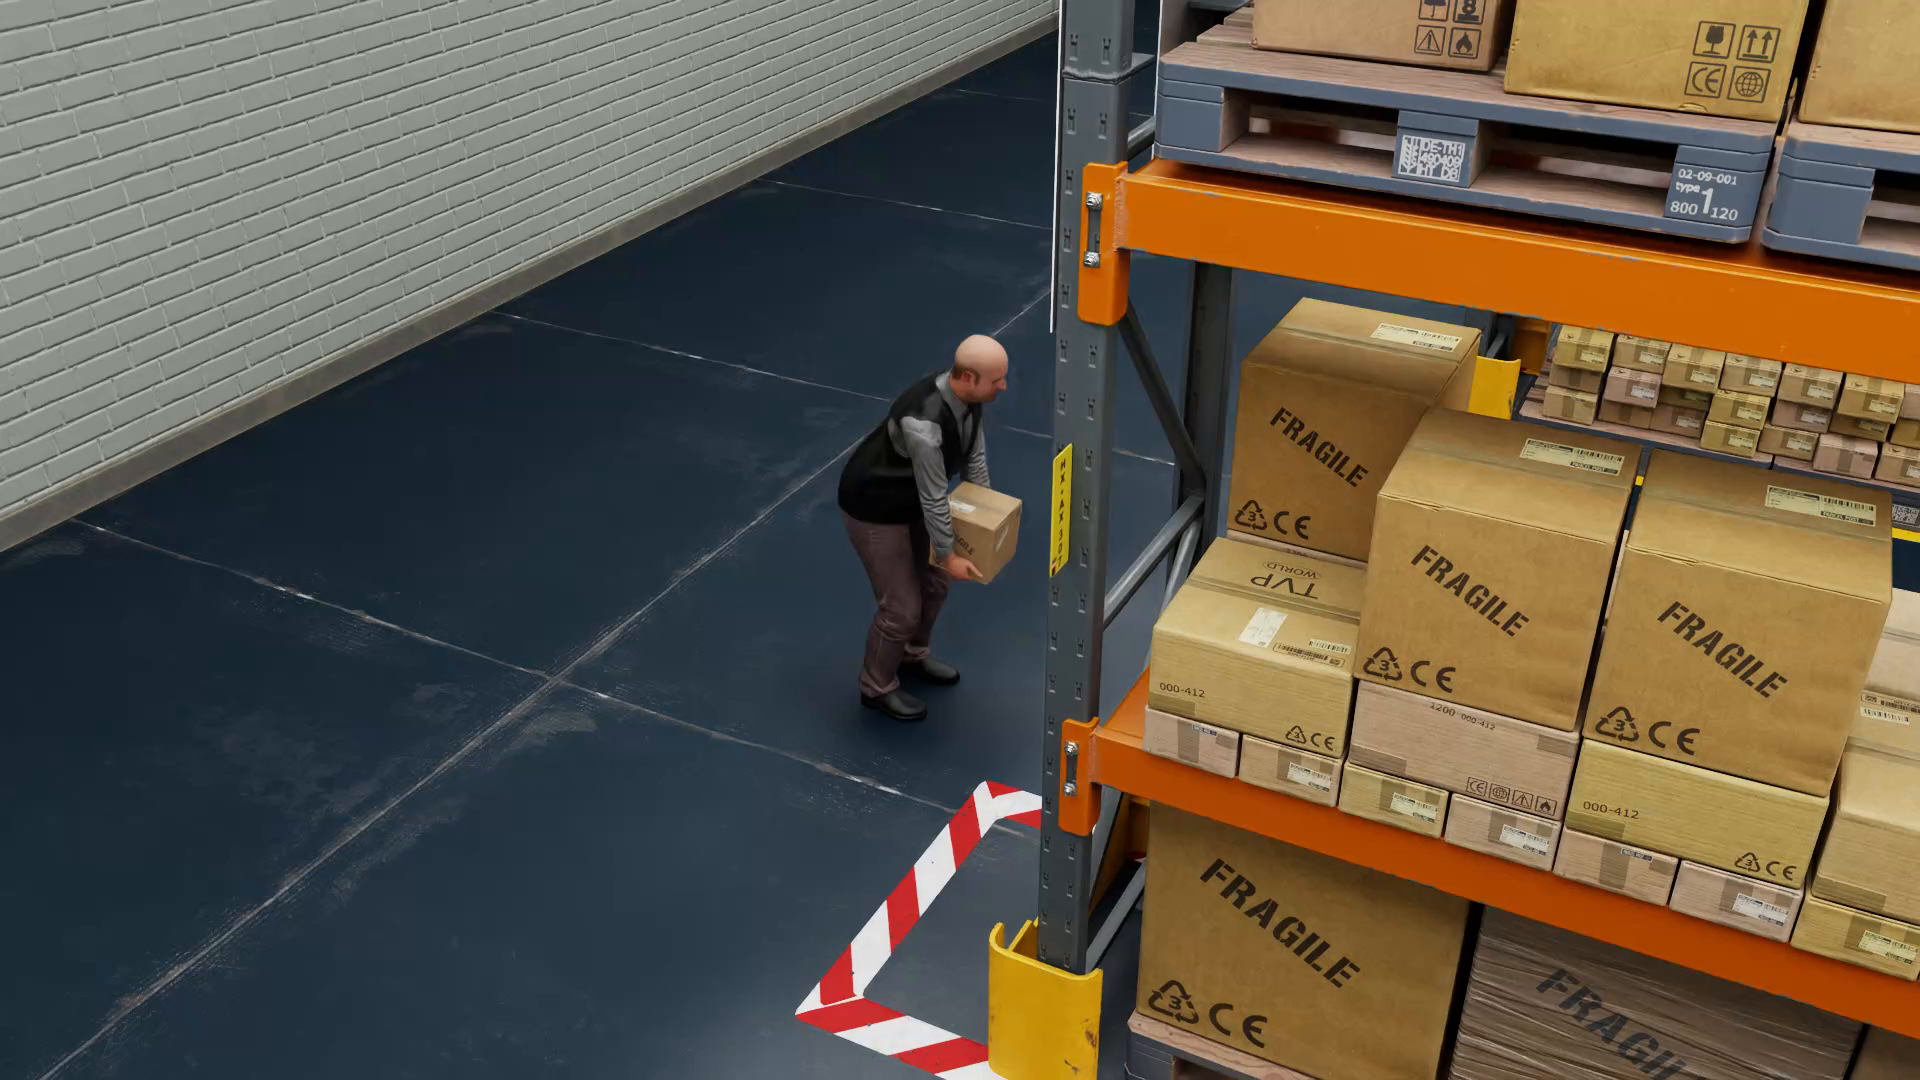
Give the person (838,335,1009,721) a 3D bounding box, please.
[{"bbox_3d":[-0.127,-0.066,6.383,0.646,1.615,0.475,14,33,22],"label":"person"}]
